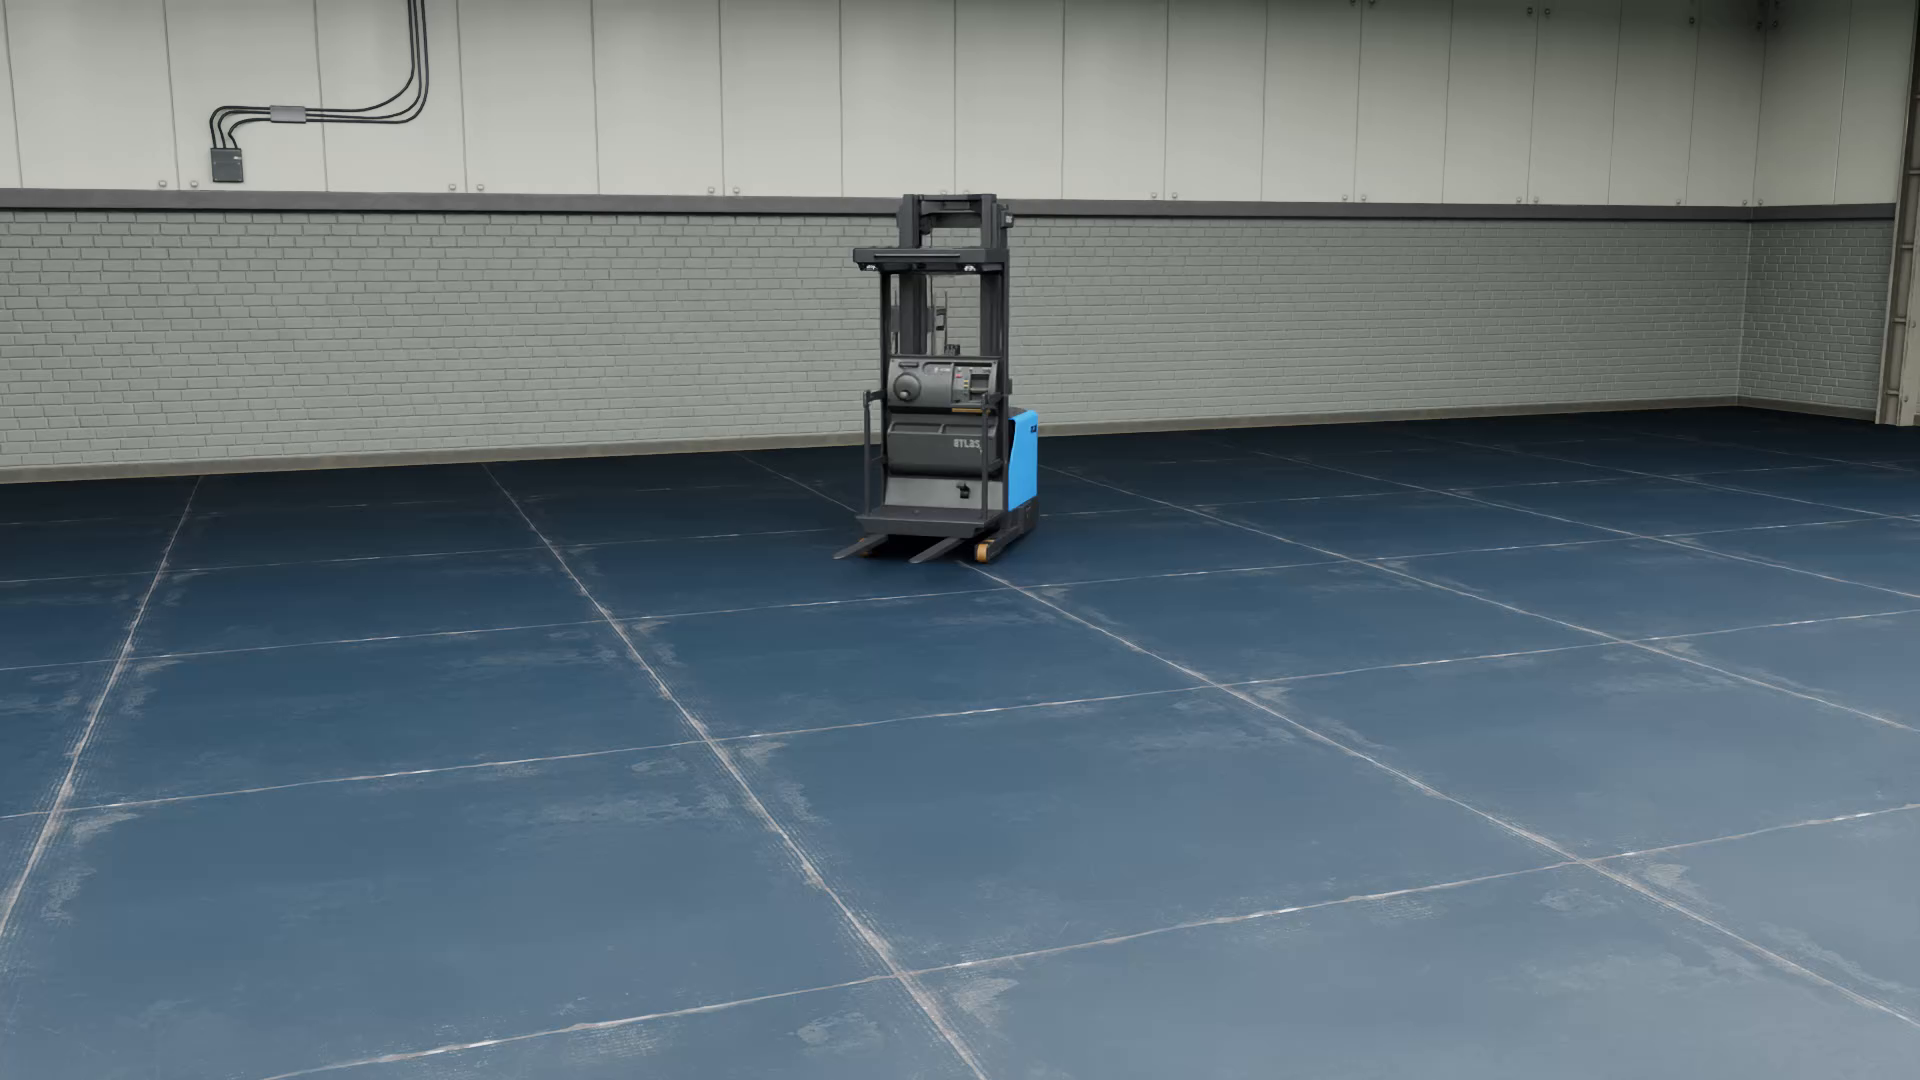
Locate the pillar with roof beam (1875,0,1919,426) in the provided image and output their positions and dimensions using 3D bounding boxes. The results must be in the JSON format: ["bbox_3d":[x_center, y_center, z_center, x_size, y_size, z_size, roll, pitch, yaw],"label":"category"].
[{"bbox_3d":[9.303,-5.806,21.367,9.100,9.000,0.400,-4,11,-21],"label":"pillar with roof beam"}]

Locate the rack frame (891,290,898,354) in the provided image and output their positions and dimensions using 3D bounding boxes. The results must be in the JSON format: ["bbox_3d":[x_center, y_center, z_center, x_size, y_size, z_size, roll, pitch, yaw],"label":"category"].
[{"bbox_3d":[-0.643,-1.261,15.510,0.015,2.100,0.400,3,10,15],"label":"rack frame"}]

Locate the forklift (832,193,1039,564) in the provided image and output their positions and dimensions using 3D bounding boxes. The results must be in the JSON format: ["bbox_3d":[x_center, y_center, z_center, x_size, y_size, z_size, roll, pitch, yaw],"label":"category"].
[{"bbox_3d":[-0.204,-1.328,13.515,1.130,2.935,3.031,3,11,16],"label":"forklift"}]

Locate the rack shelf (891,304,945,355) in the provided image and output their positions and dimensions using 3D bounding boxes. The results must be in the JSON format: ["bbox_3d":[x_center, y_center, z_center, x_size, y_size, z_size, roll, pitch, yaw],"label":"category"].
[{"bbox_3d":[-0.407,-1.925,15.326,0.480,0.518,0.431,3,10,15],"label":"rack shelf"}]

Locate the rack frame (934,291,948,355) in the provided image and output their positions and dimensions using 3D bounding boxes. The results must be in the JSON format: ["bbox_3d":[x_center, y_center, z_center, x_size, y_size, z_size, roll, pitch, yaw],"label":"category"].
[{"bbox_3d":[-0.172,-1.238,15.382,0.015,2.100,0.400,3,10,15],"label":"rack frame"}]

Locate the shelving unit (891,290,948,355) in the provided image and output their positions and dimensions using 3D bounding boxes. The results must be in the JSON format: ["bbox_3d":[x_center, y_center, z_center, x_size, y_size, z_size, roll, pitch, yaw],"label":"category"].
[{"bbox_3d":[-0.408,-1.249,15.446,0.503,2.100,0.431,3,10,15],"label":"shelving unit"}]

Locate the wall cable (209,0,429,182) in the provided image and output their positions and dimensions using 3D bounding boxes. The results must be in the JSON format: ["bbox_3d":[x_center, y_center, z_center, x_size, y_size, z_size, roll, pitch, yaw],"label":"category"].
[{"bbox_3d":[-7.025,-6.920,17.915,2.305,6.003,0.169,-4,11,-21],"label":"wall cable"}]
